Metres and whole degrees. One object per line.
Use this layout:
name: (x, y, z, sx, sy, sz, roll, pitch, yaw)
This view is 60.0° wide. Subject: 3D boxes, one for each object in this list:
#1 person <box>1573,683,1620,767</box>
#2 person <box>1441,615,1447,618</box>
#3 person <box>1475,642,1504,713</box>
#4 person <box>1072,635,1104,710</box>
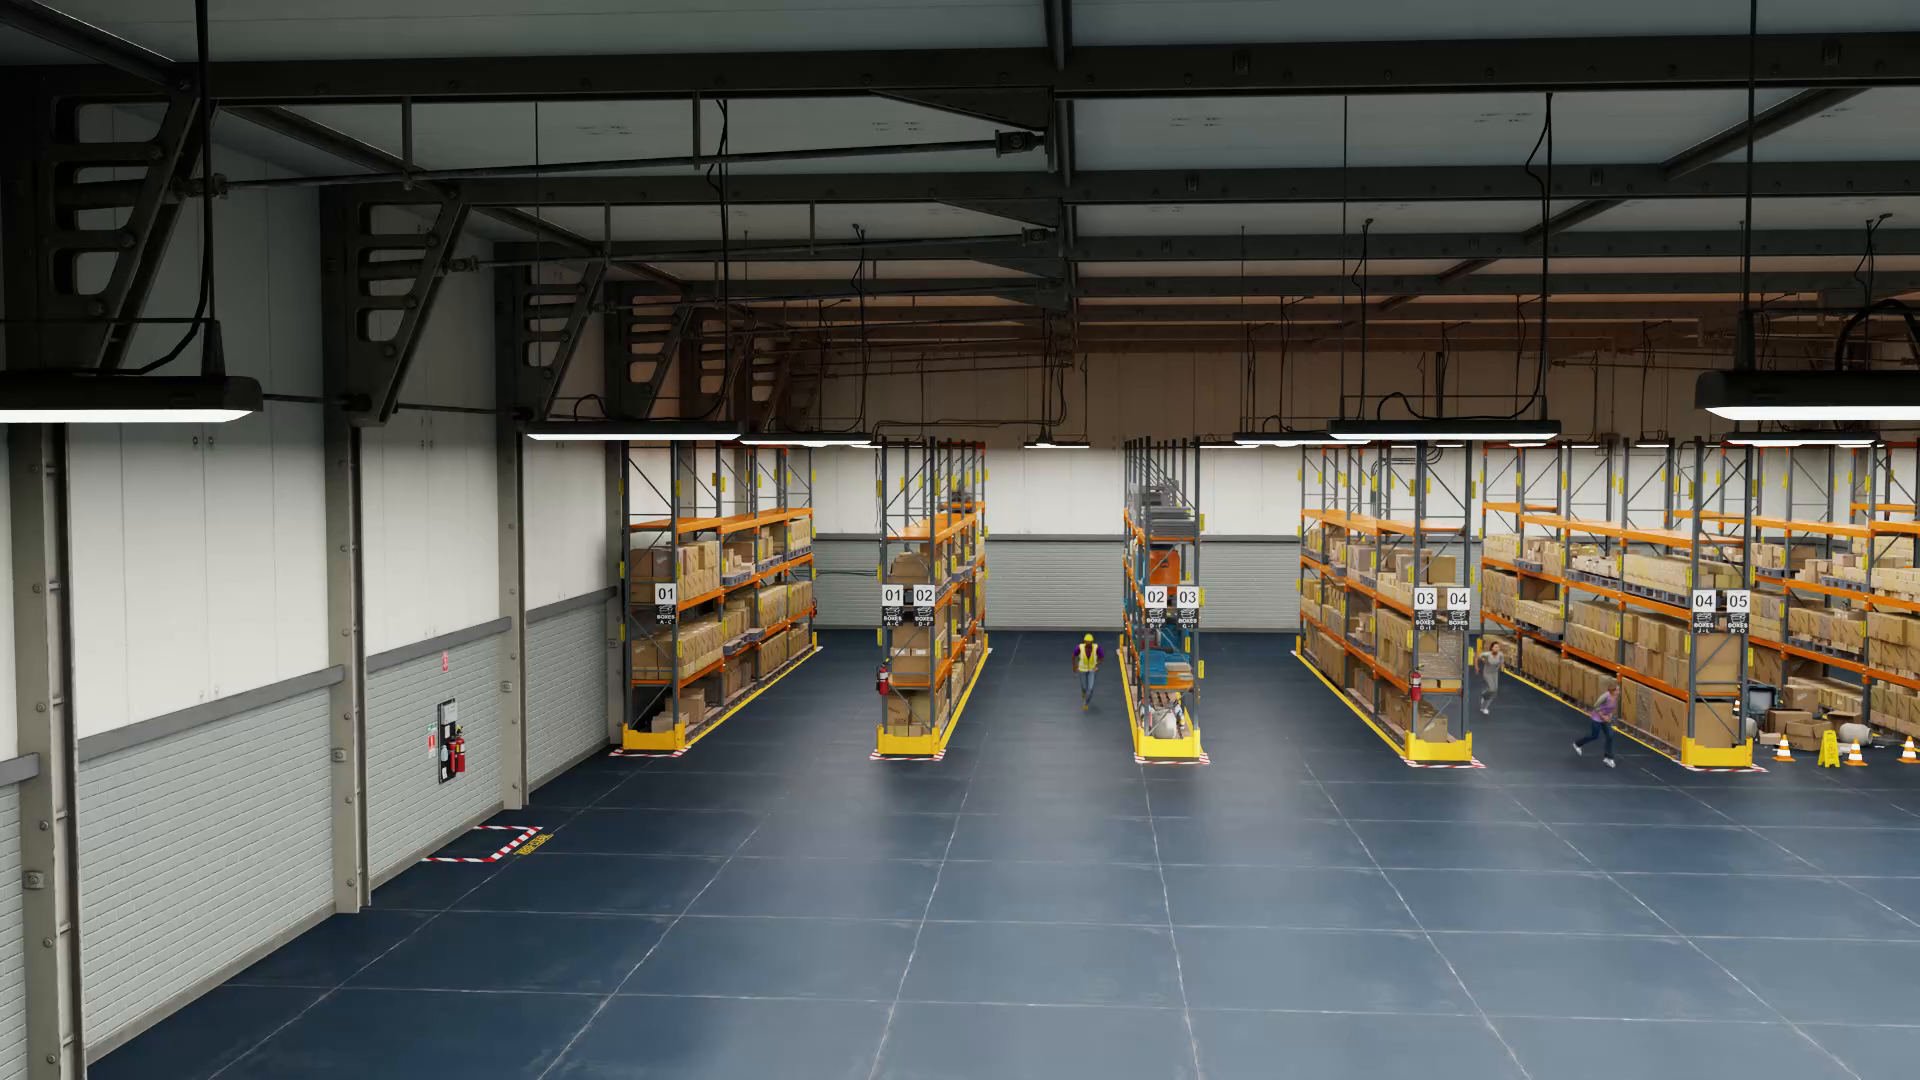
person: (11.685, 3.345, 30.530, 0.570, 1.547, 0.914, -2, 4, -38)
person: (13.675, 2.392, 46.937, 0.541, 1.641, 0.738, -2, 3, -26)
person: (11.565, 2.994, 36.197, 0.552, 1.594, 0.693, -1, 3, -14)
person: (2.844, 2.921, 36.968, 0.695, 1.690, 0.800, 0, 3, -2)
